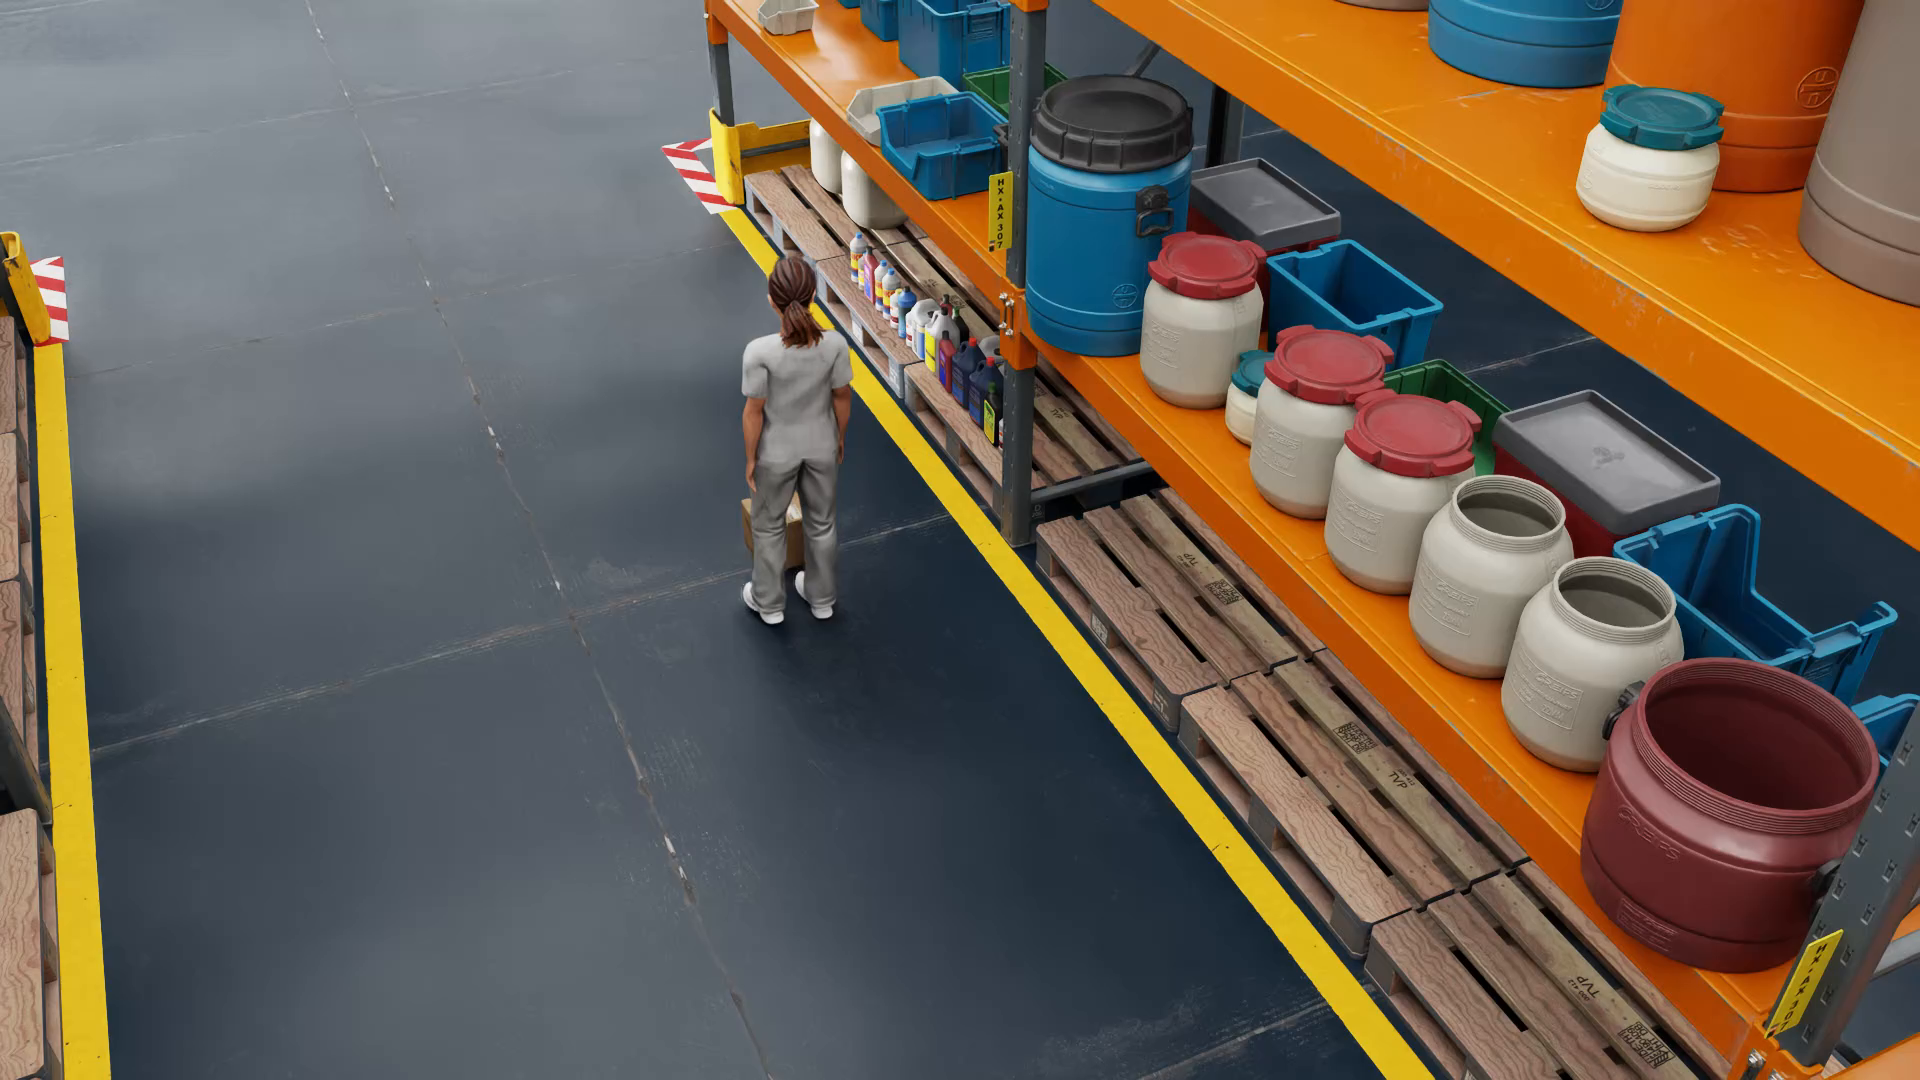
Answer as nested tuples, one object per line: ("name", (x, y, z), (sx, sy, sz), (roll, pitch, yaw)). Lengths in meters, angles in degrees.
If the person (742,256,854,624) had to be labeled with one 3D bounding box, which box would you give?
("person", (-0.656, -0.365, 6.604), (0.472, 1.687, 0.458), (-12, 39, -15))
